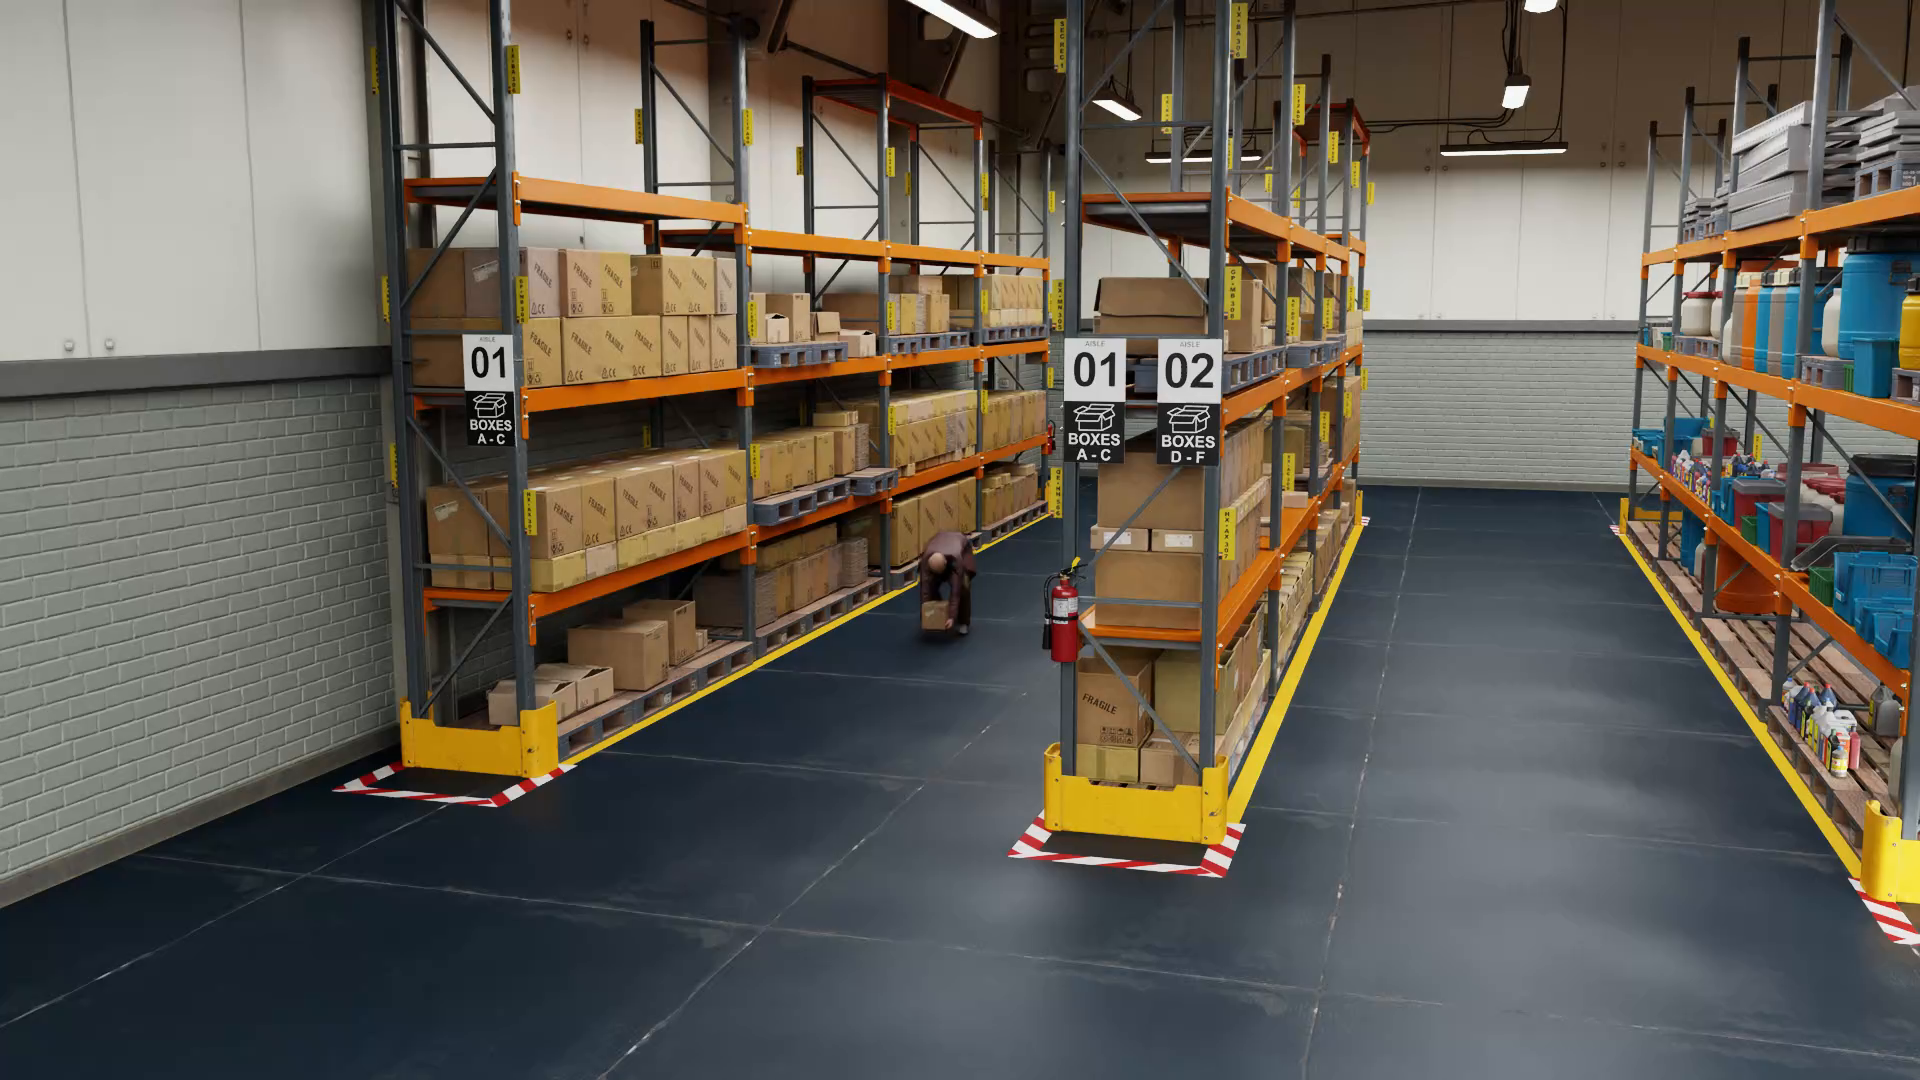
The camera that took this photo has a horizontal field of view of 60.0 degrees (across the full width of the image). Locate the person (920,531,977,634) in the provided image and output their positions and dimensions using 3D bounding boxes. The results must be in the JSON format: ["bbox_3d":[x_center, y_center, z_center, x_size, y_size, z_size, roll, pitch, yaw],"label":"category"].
[{"bbox_3d":[-0.151,0.462,17.158,0.583,1.066,0.947,2,8,13],"label":"person"}]
